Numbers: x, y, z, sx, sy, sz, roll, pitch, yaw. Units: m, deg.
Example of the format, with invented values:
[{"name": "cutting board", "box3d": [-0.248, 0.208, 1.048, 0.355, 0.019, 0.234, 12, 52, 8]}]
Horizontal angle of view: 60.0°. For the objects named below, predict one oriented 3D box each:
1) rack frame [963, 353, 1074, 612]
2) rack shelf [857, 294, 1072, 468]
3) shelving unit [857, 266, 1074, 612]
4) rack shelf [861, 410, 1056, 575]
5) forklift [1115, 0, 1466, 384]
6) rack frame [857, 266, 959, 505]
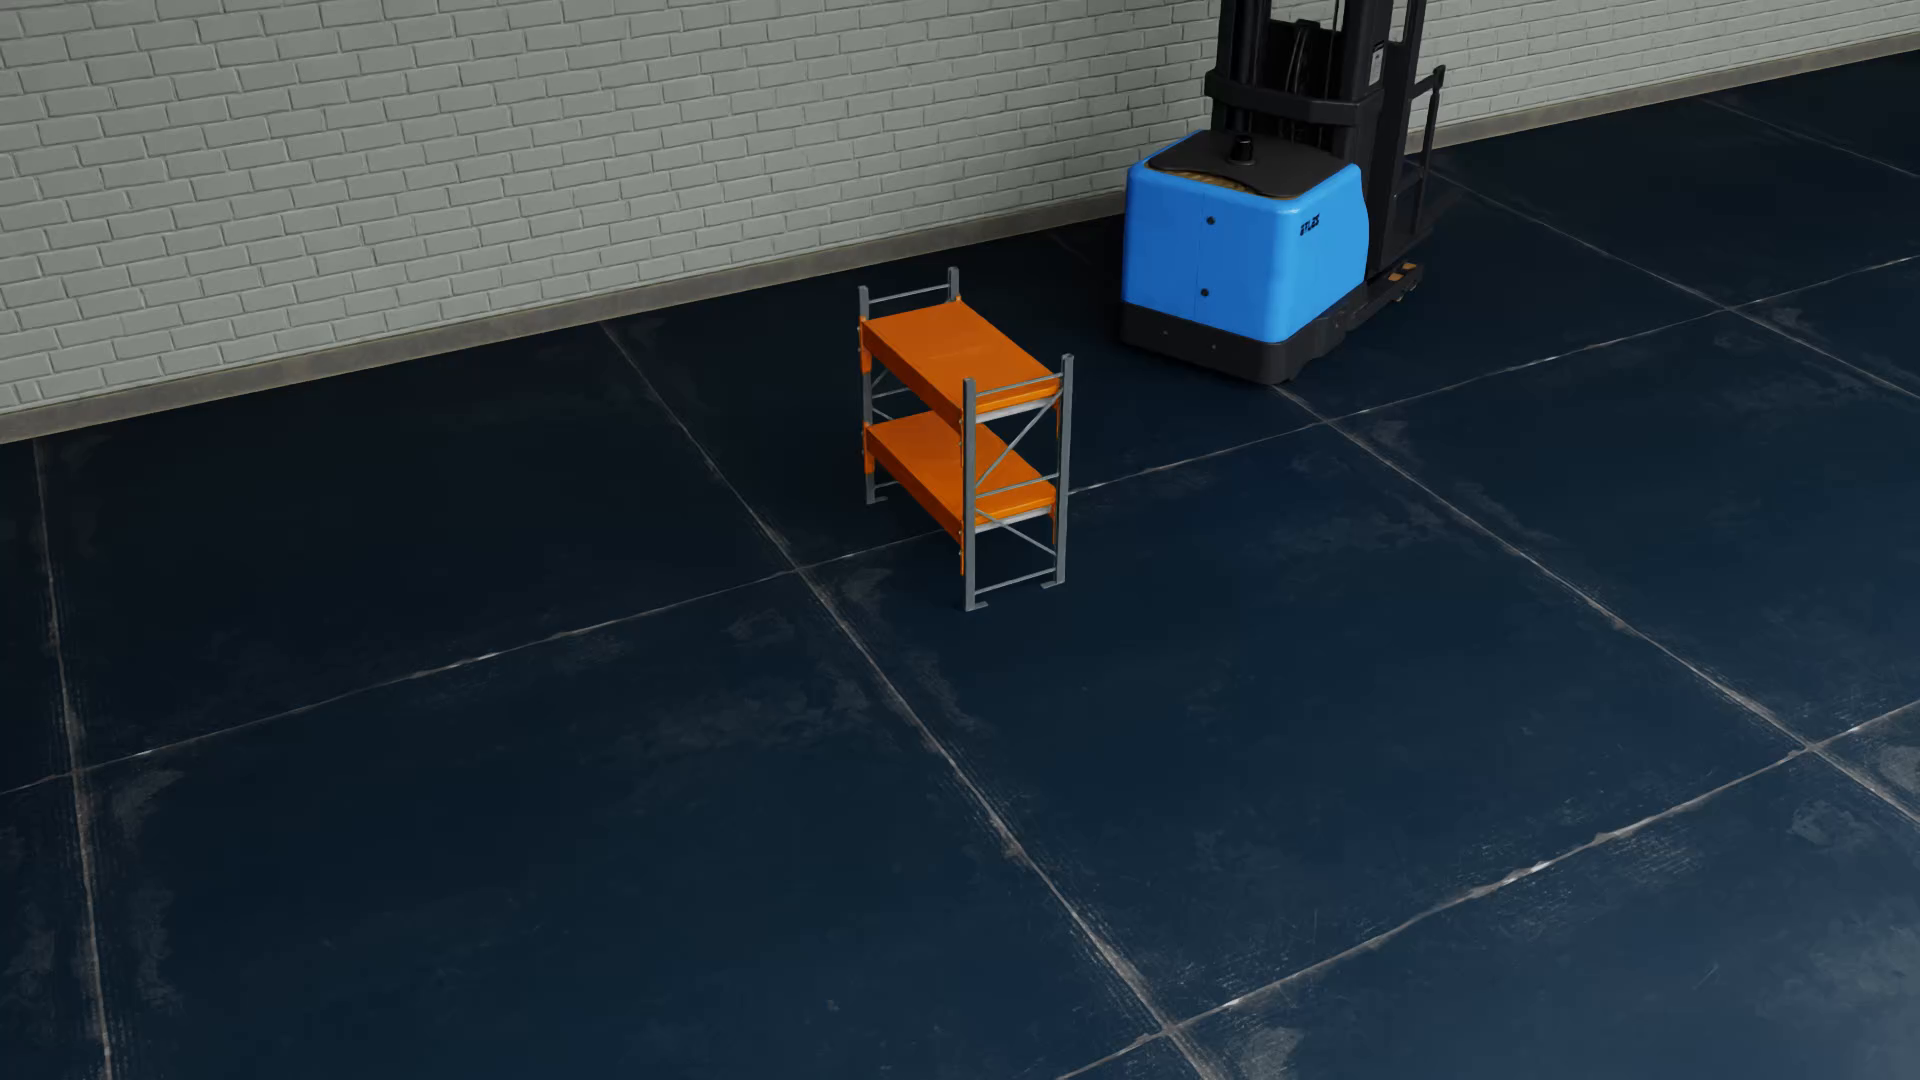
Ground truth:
[{"name": "rack frame", "box3d": [0.240, -0.228, 7.063, 0.500, 1.125, 0.032, -16, 36, -23]}, {"name": "rack shelf", "box3d": [0.003, -0.717, 7.284, 0.538, 0.278, 1.000, -16, 36, -23]}, {"name": "shelving unit", "box3d": [0.003, -0.470, 7.442, 0.538, 1.125, 1.048, -16, 36, -23]}, {"name": "rack shelf", "box3d": [0.003, -0.265, 7.573, 0.538, 0.278, 1.000, -16, 36, -23]}, {"name": "forklift", "box3d": [2.160, -2.808, 9.416, 1.130, 2.935, 3.031, 22, 39, 30]}, {"name": "rack frame", "box3d": [-0.234, -0.713, 7.820, 0.500, 1.125, 0.032, -16, 36, -23]}]
